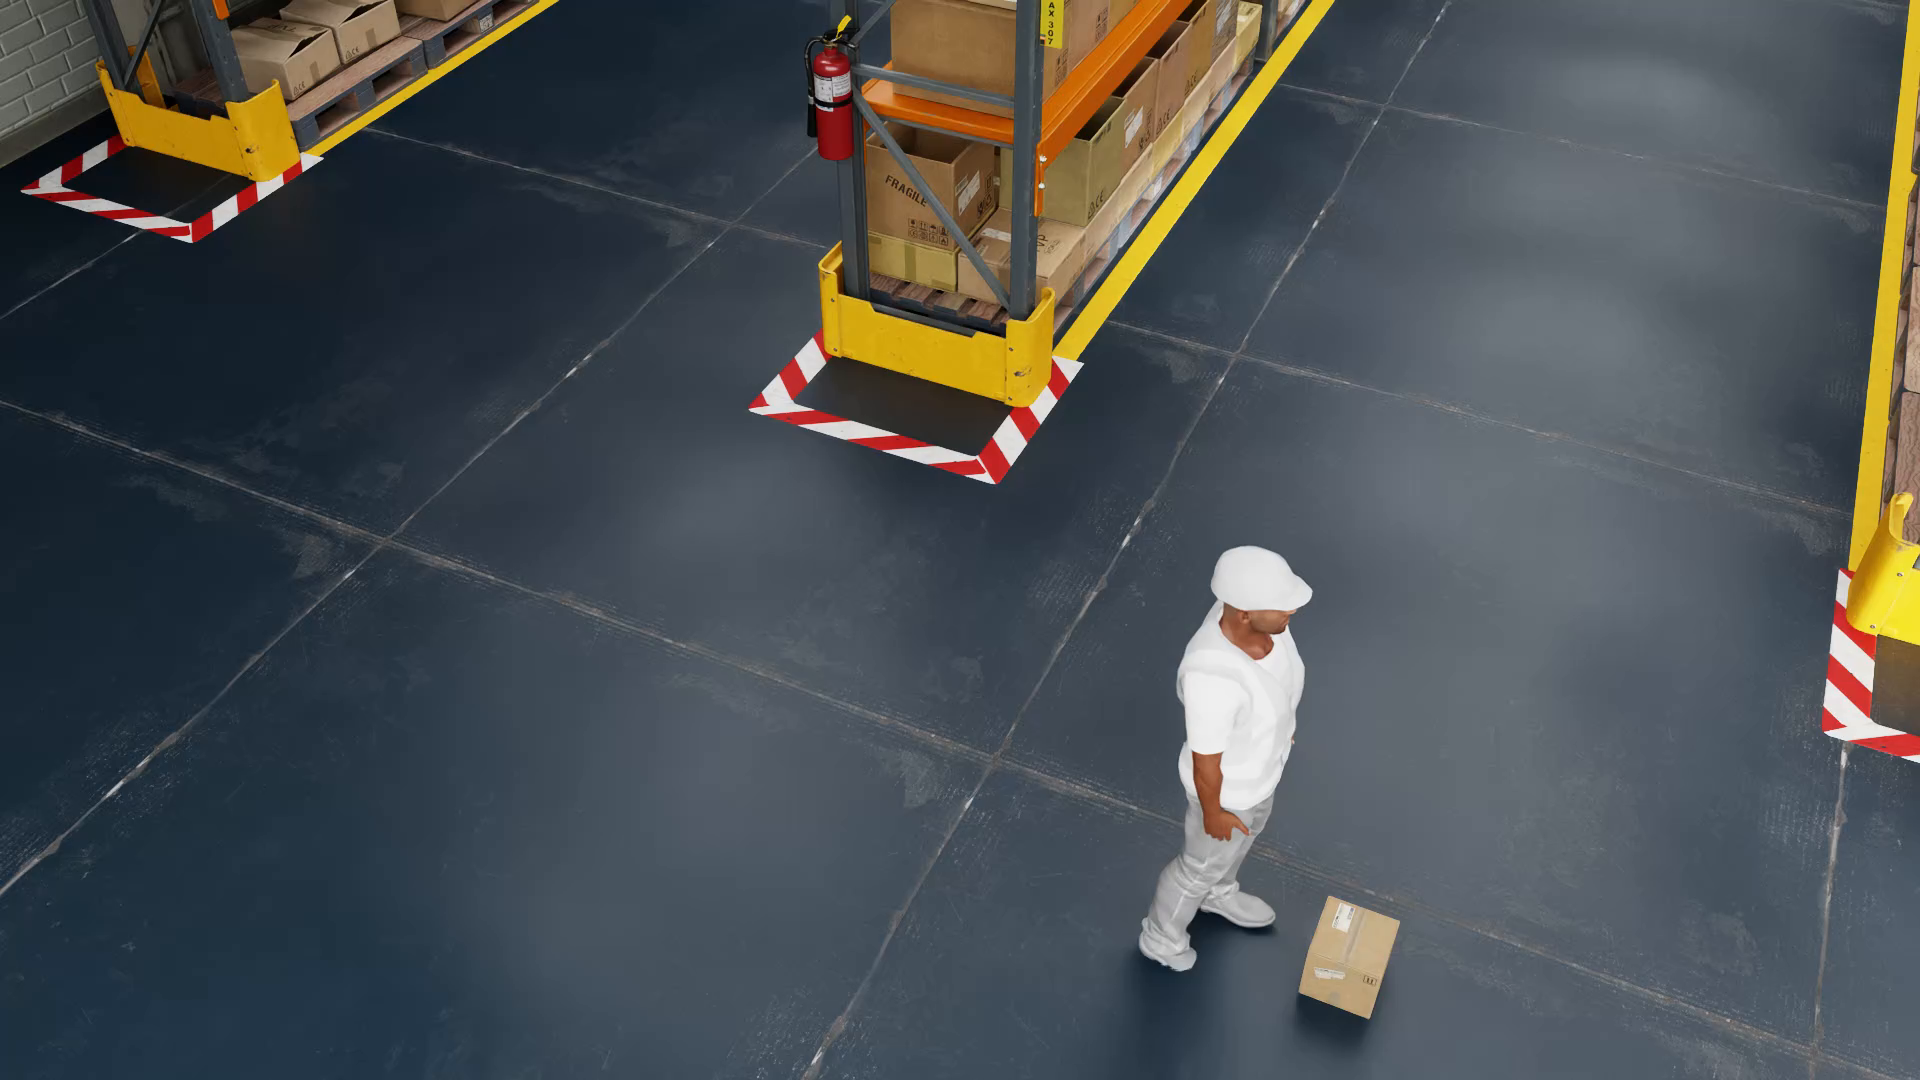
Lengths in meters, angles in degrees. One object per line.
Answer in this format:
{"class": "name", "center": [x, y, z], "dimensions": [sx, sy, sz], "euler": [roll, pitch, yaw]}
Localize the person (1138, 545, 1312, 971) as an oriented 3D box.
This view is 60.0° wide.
{"class": "person", "center": [0.894, 0.734, 5.363], "dimensions": [0.408, 1.819, 0.568], "euler": [18, 45, 19]}
